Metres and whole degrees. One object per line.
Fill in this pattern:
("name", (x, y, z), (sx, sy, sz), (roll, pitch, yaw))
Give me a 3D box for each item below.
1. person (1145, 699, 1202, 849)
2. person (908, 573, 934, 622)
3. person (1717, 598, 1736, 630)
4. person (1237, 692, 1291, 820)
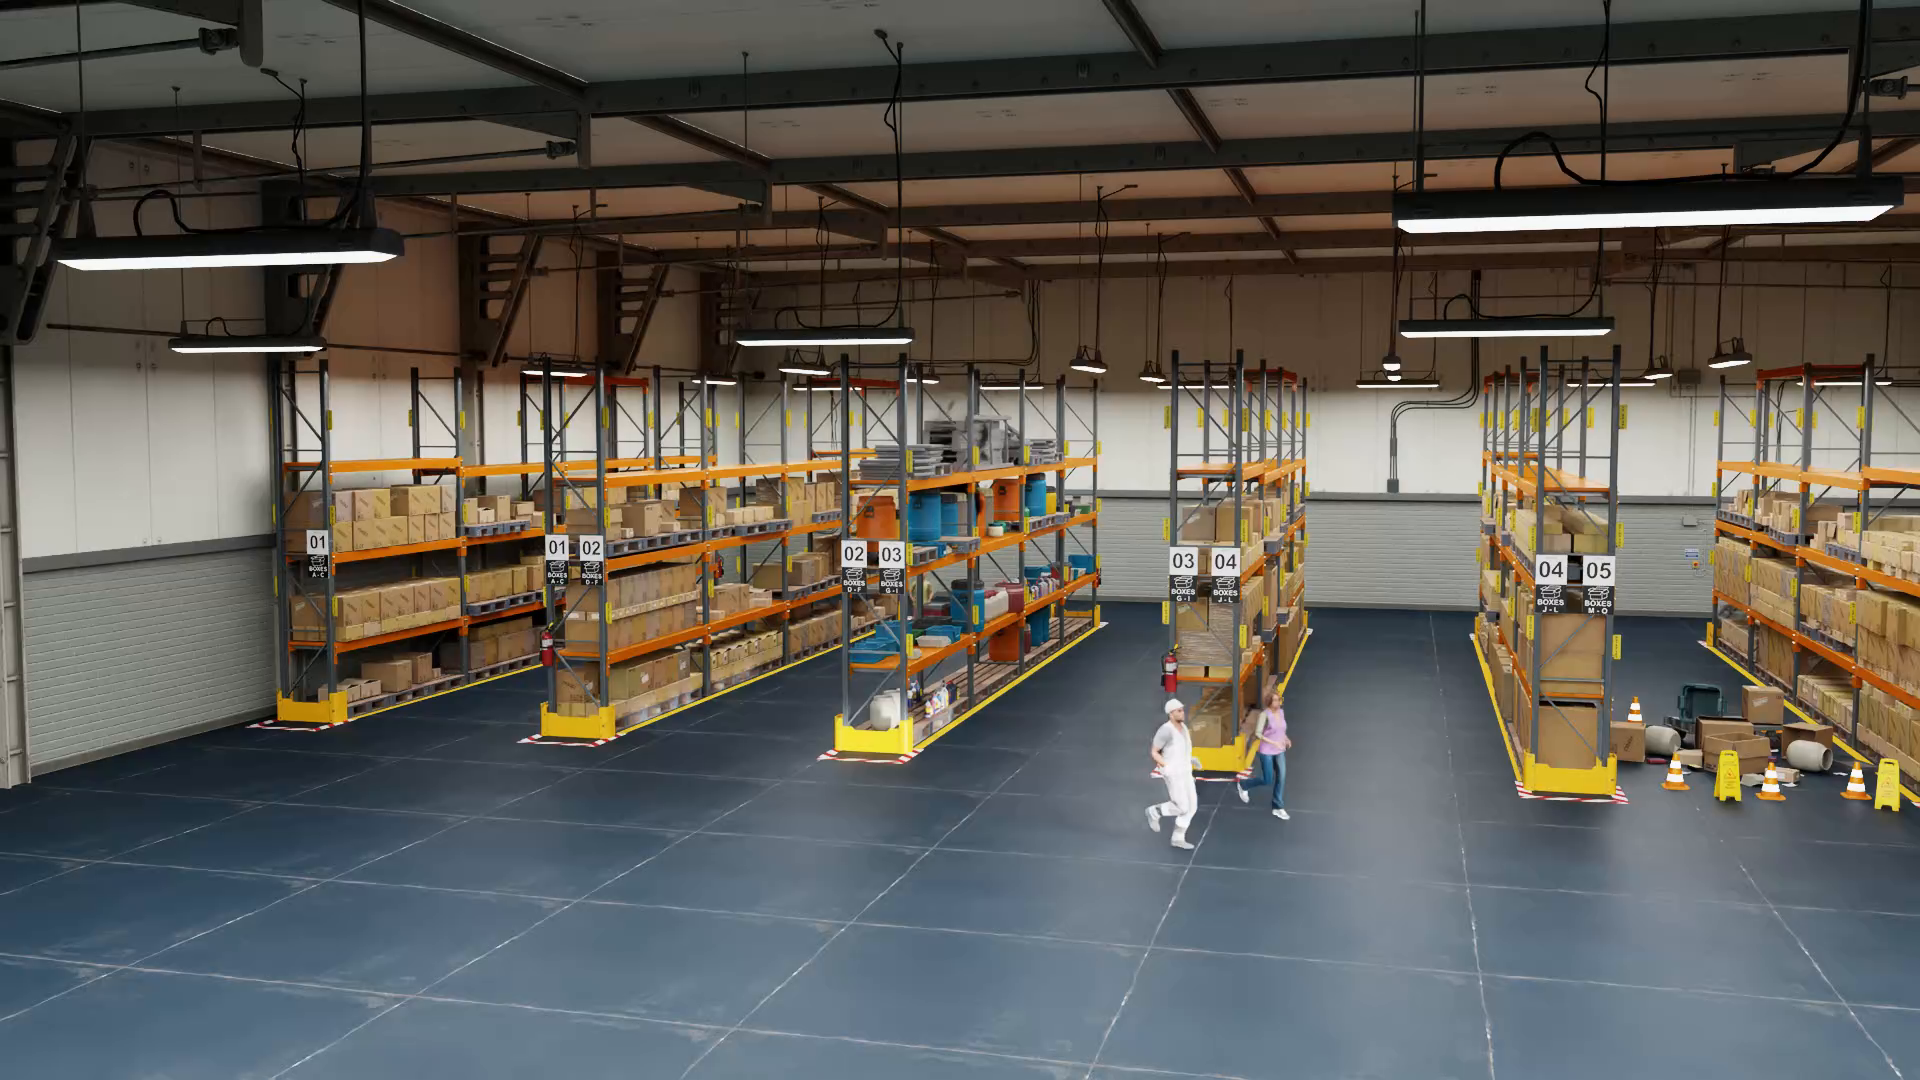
("person", (2.501, 2.732, 19.534), (0.620, 1.740, 0.655), (4, 5, 41))
("person", (-0.880, 1.487, 37.627), (0.576, 1.651, 0.655), (0, 4, 1))
("person", (17.550, 1.450, 38.015), (0.637, 1.678, 0.674), (4, 6, 43))
("person", (3.918, 2.707, 21.135), (0.547, 1.594, 0.781), (-3, 5, -35))
